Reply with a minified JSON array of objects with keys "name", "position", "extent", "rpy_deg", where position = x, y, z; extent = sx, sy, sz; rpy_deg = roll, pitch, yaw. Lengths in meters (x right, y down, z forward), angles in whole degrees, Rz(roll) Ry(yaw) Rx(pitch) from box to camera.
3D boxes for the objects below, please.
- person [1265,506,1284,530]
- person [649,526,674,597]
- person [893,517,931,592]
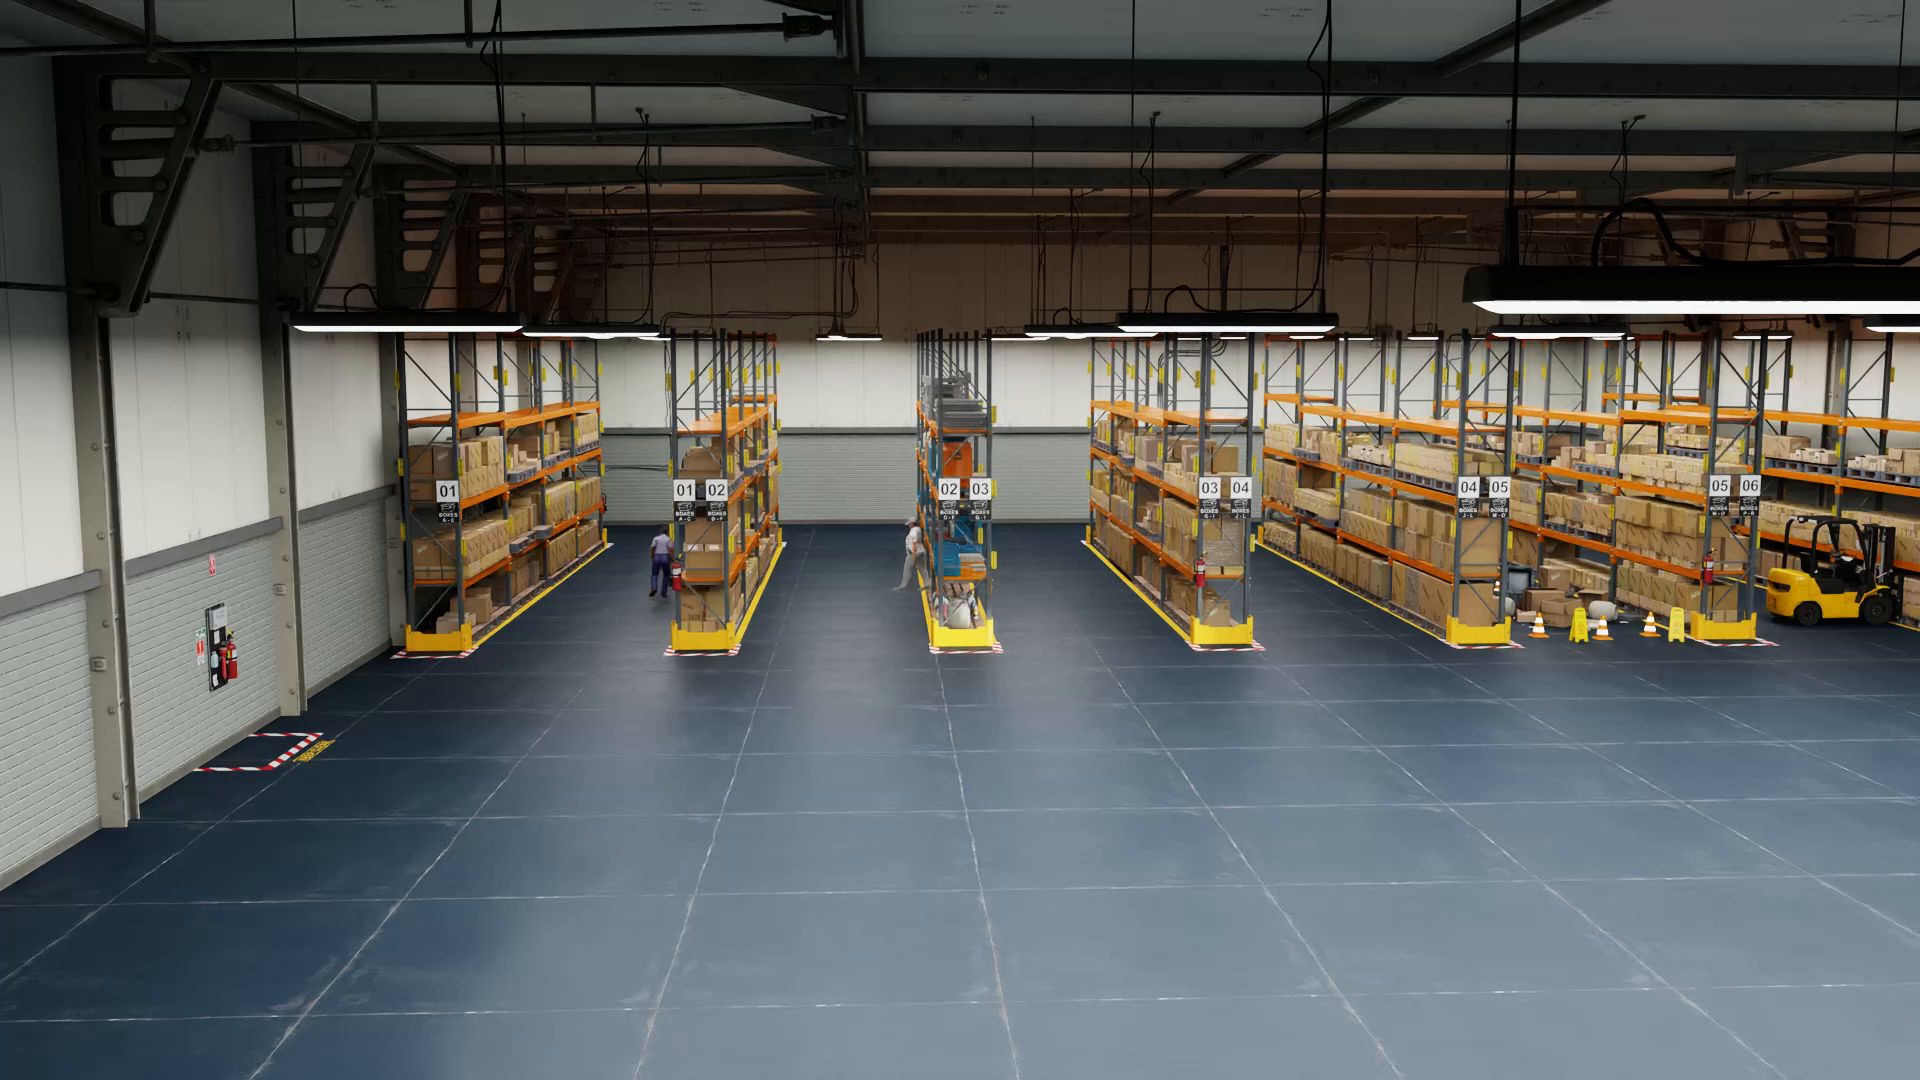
[{"name":"person","position":[9.556,-1.095,50.934],"extent":[0.863,1.613,0.445],"rpy_deg":[-2,7,-16]},{"name":"person","position":[-6.740,0.510,37.565],"extent":[0.537,1.609,0.617],"rpy_deg":[0,7,0]},{"name":"person","position":[-1.028,0.308,36.552],"extent":[0.779,1.633,0.515],"rpy_deg":[2,7,20]}]
